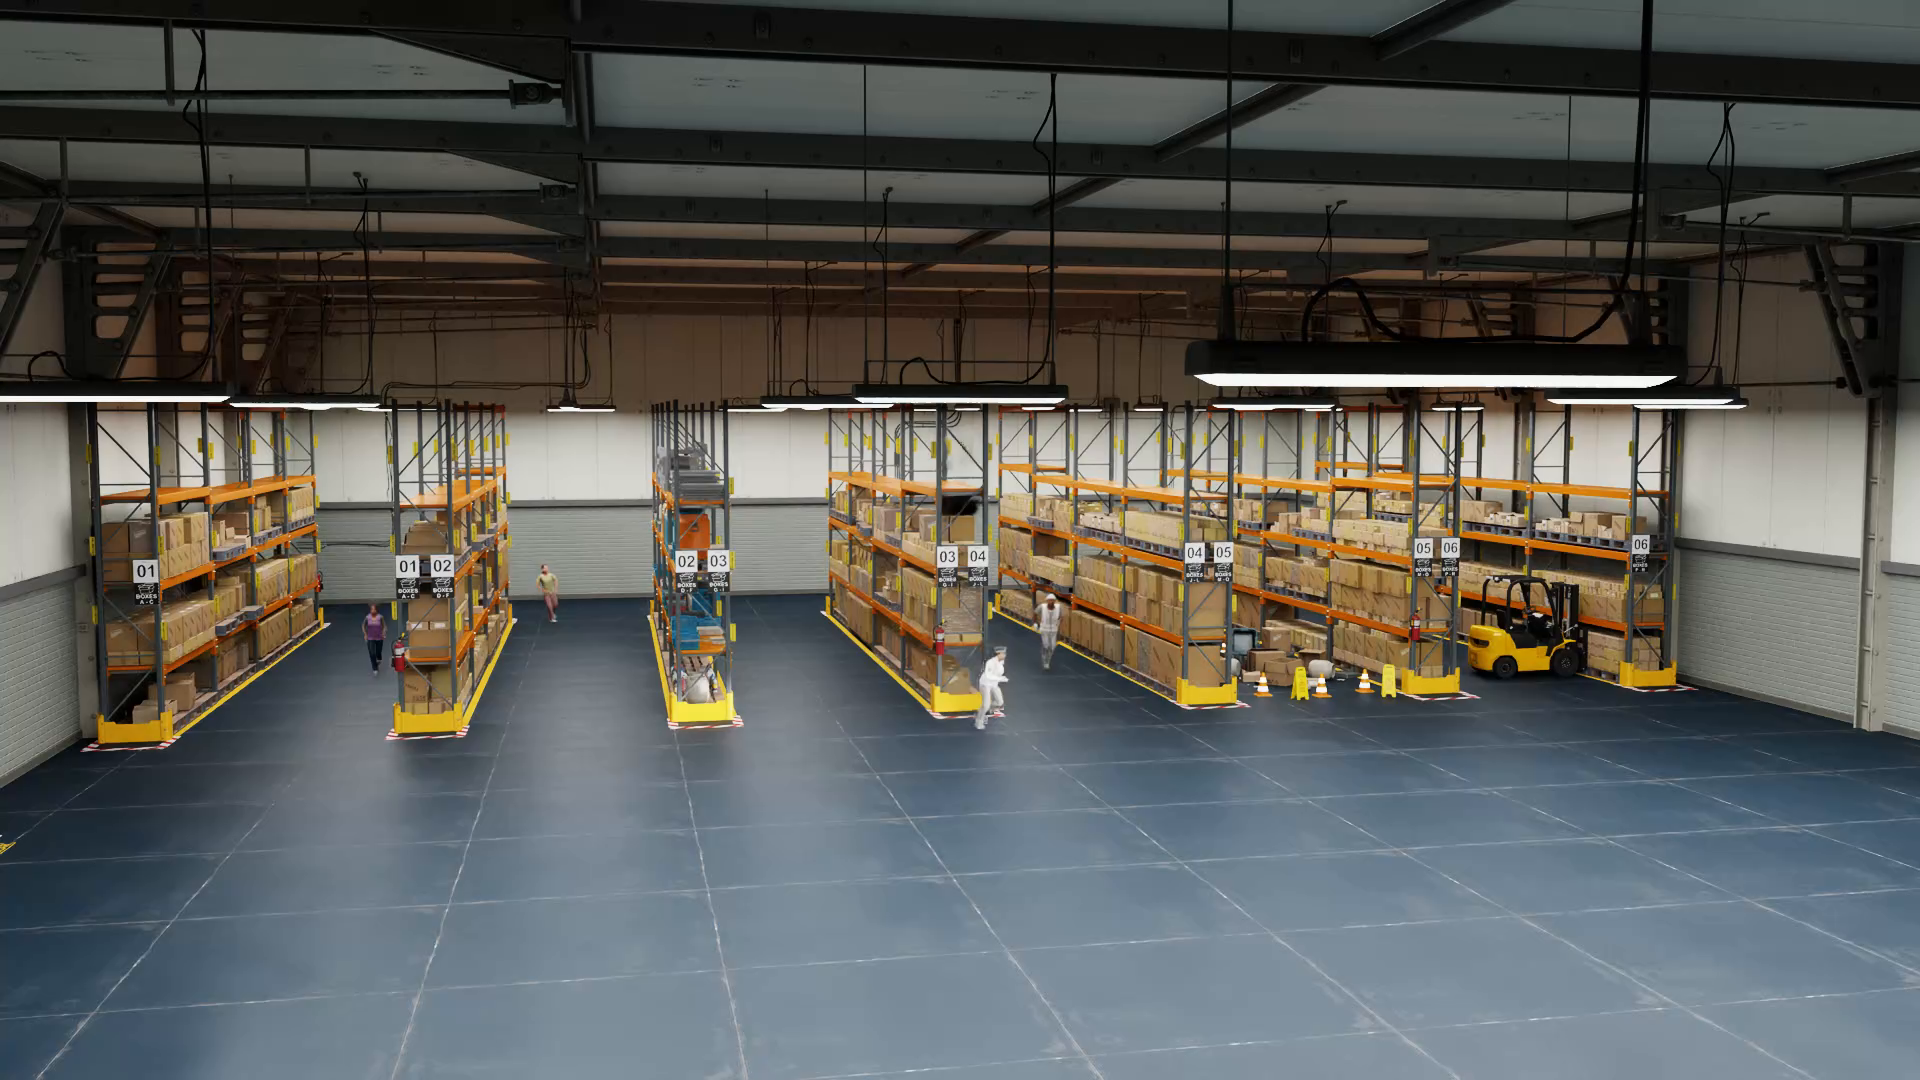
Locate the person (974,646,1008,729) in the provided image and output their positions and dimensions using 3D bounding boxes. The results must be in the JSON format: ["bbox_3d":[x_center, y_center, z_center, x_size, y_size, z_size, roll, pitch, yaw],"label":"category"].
[{"bbox_3d":[0.623,2.676,30.282,0.798,1.545,0.630,4,6,39],"label":"person"}]

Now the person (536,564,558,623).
[{"bbox_3d":[-11.357,1.473,45.764,0.630,1.610,0.528,-2,5,-27],"label":"person"}]

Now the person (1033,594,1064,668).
[{"bbox_3d":[2.012,2.044,37.250,0.647,1.711,0.684,-1,4,-14],"label":"person"}]

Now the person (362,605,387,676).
[{"bbox_3d":[-12.939,2.189,36.748,0.525,1.562,0.680,-1,5,-18],"label":"person"}]
